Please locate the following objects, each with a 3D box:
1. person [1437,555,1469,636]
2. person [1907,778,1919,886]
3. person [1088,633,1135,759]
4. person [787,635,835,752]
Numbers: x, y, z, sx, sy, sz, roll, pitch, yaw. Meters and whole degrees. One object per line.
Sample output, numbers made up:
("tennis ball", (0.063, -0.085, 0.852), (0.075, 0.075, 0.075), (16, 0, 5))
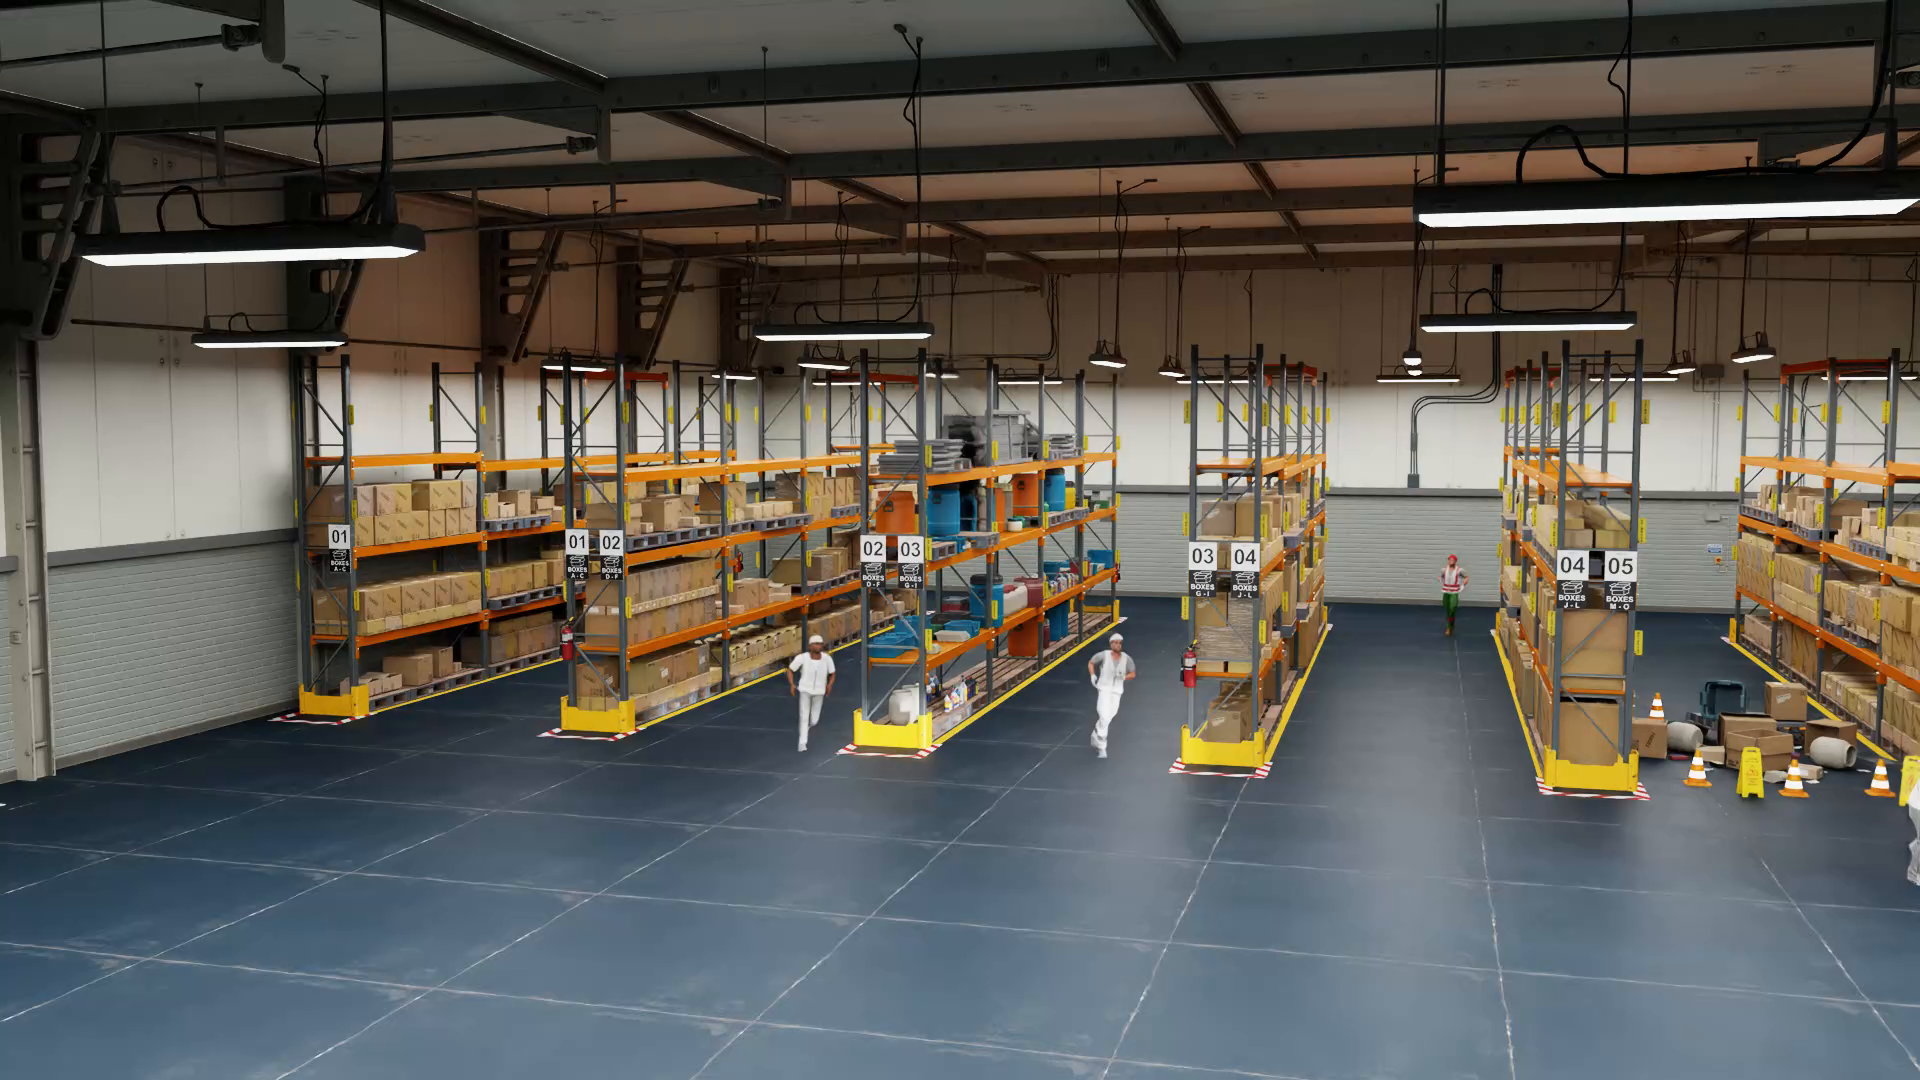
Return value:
("person", (11.187, 1.239, 37.962), (0.653, 1.817, 0.817), (4, 6, 40))
("person", (10.330, 2.843, 17.522), (0.639, 1.713, 0.690), (-2, 5, -25))
("person", (2.251, 2.285, 24.651), (0.662, 1.835, 0.805), (-1, 4, -13))
("person", (-2.229, 2.277, 24.999), (0.742, 1.708, 0.696), (-1, 4, -15))
